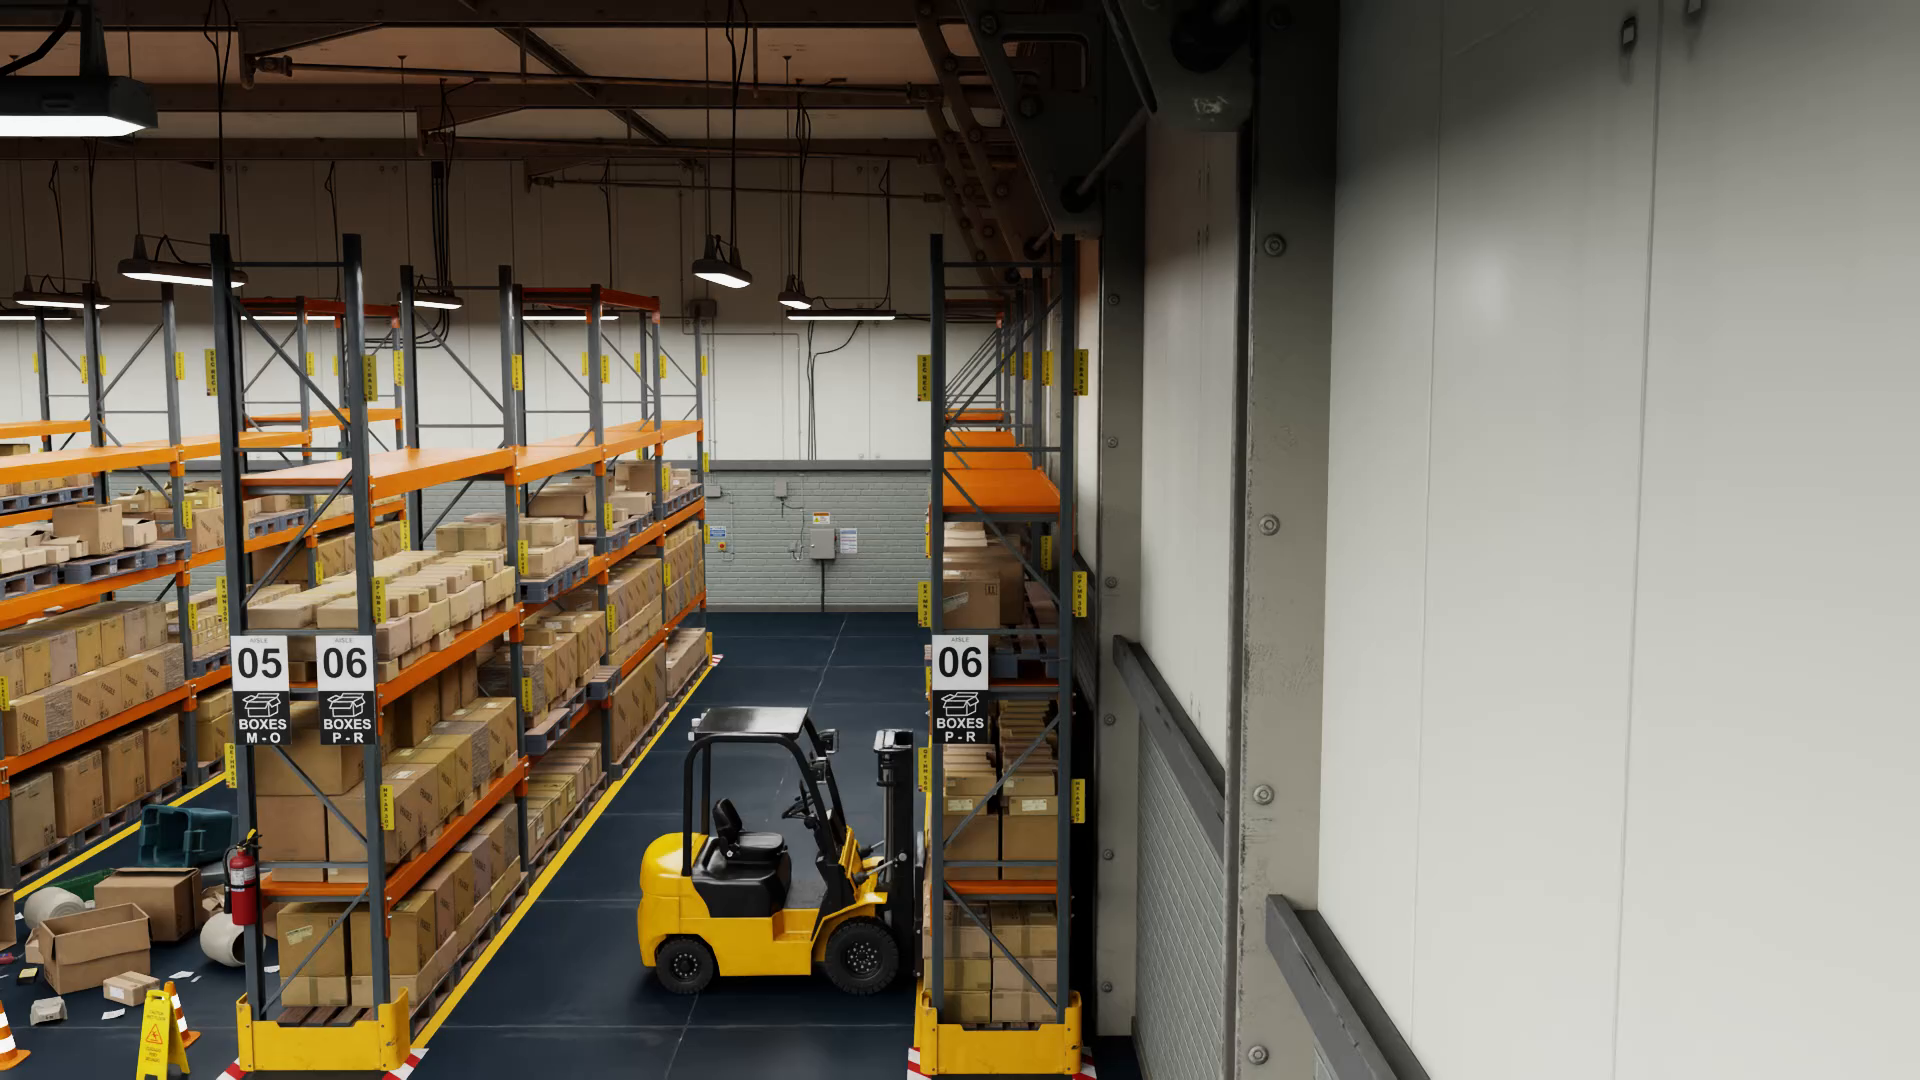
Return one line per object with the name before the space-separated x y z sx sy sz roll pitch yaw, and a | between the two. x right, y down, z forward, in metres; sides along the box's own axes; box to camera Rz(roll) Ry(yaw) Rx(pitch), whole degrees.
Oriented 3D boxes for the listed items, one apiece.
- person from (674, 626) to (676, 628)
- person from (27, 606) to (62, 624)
person | -5.459 1.059 29.726 0.885 1.637 0.504 -2 7 -15
person | -12.856 1.728 23.265 0.629 1.760 0.722 0 6 0
